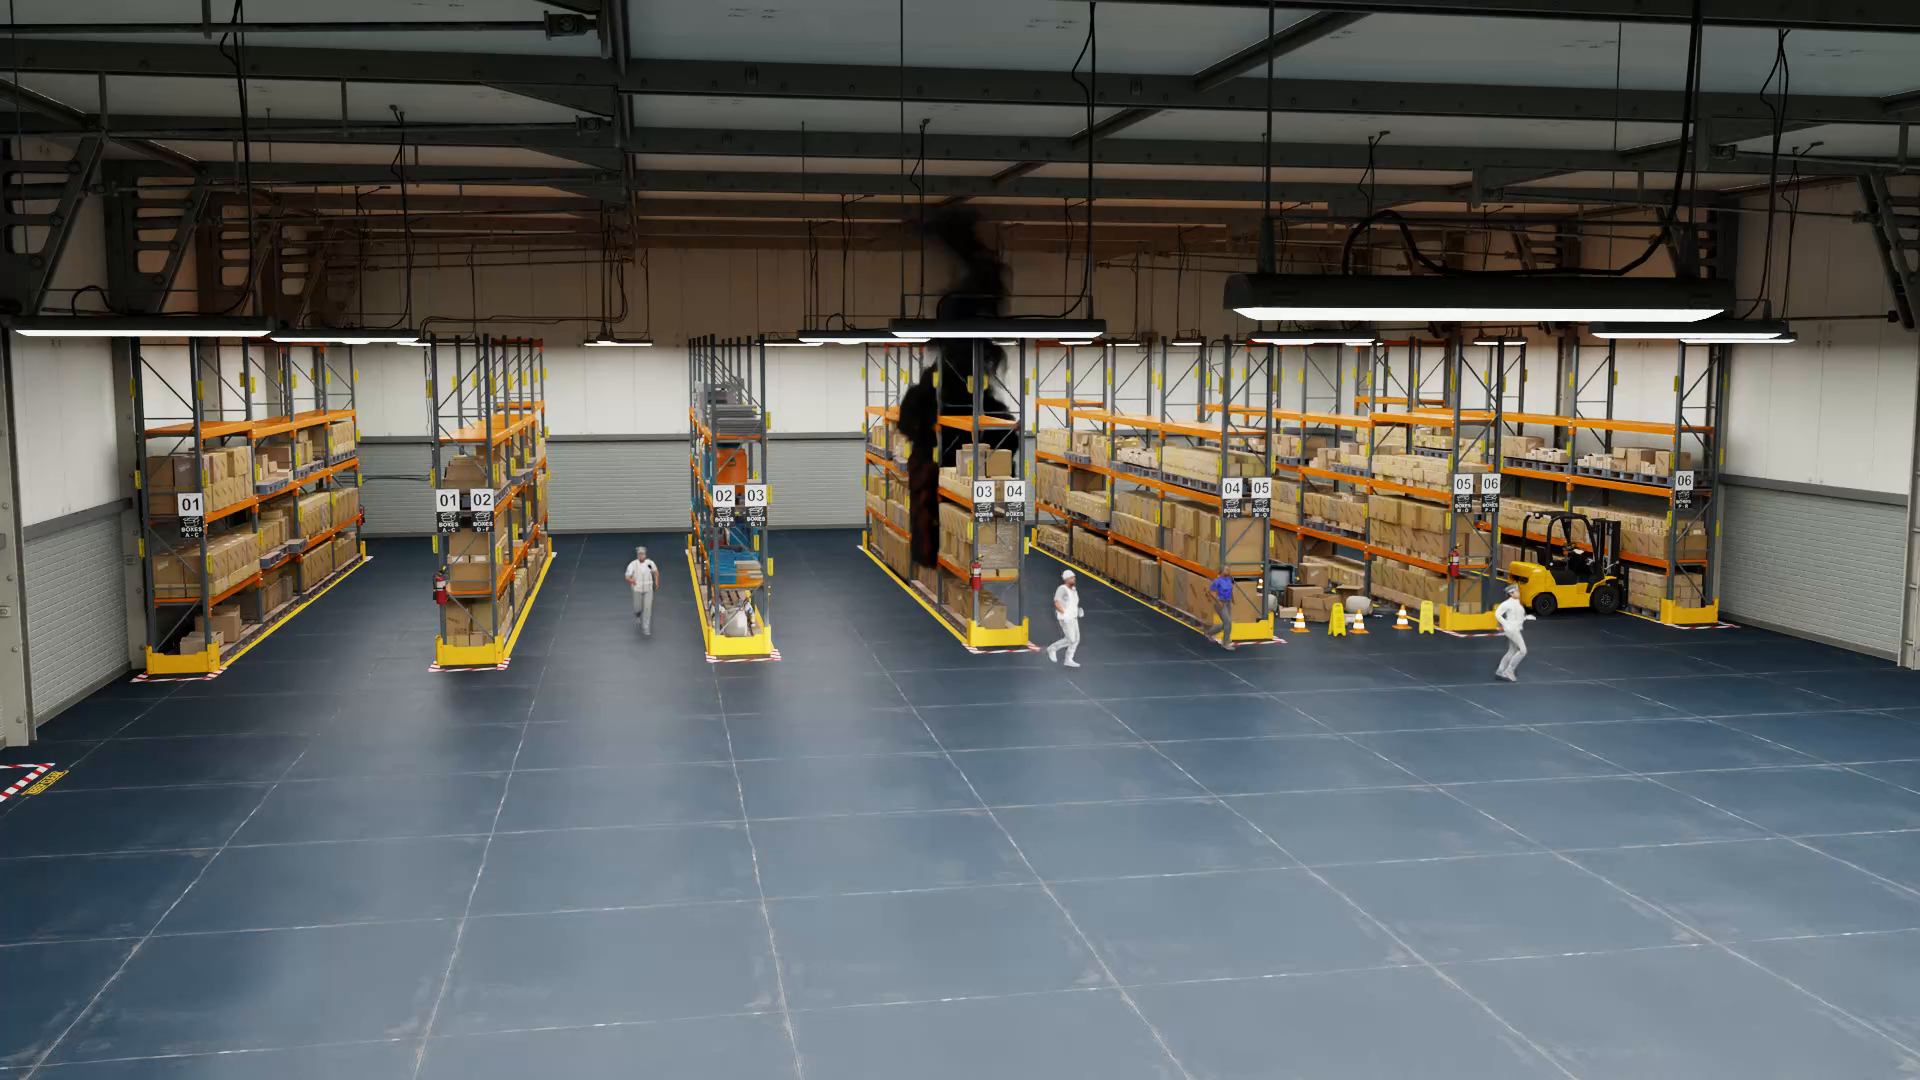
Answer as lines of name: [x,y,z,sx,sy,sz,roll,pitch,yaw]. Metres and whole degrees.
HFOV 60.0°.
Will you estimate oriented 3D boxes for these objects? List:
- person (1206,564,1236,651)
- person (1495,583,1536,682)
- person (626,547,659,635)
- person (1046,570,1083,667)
person: [5.004,1.276,31.875,0.593,1.621,0.718,-6,9,-44]
person: [9.602,1.603,28.754,0.633,1.714,0.594,5,8,34]
person: [-6.404,1.002,33.612,0.678,1.747,0.992,-2,7,-16]
person: [1.902,1.412,30.146,0.603,1.756,0.703,3,7,25]
